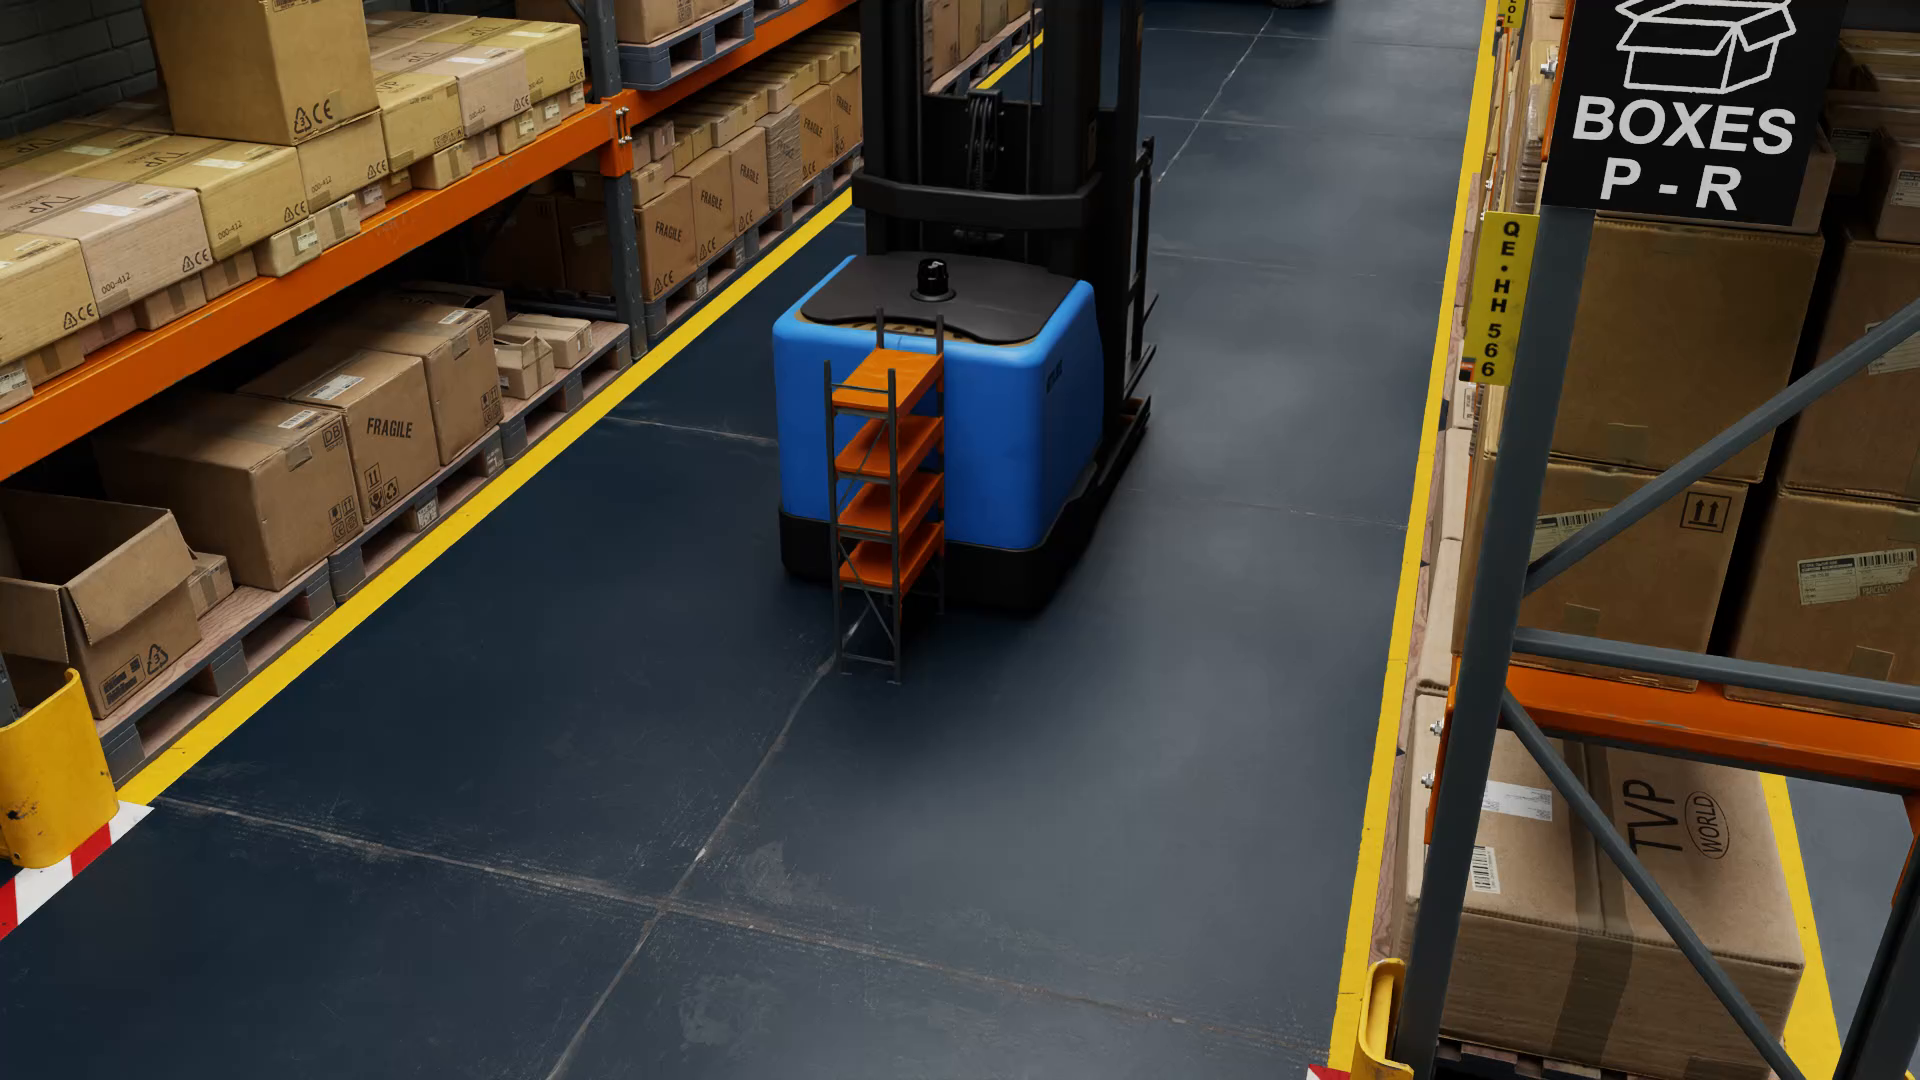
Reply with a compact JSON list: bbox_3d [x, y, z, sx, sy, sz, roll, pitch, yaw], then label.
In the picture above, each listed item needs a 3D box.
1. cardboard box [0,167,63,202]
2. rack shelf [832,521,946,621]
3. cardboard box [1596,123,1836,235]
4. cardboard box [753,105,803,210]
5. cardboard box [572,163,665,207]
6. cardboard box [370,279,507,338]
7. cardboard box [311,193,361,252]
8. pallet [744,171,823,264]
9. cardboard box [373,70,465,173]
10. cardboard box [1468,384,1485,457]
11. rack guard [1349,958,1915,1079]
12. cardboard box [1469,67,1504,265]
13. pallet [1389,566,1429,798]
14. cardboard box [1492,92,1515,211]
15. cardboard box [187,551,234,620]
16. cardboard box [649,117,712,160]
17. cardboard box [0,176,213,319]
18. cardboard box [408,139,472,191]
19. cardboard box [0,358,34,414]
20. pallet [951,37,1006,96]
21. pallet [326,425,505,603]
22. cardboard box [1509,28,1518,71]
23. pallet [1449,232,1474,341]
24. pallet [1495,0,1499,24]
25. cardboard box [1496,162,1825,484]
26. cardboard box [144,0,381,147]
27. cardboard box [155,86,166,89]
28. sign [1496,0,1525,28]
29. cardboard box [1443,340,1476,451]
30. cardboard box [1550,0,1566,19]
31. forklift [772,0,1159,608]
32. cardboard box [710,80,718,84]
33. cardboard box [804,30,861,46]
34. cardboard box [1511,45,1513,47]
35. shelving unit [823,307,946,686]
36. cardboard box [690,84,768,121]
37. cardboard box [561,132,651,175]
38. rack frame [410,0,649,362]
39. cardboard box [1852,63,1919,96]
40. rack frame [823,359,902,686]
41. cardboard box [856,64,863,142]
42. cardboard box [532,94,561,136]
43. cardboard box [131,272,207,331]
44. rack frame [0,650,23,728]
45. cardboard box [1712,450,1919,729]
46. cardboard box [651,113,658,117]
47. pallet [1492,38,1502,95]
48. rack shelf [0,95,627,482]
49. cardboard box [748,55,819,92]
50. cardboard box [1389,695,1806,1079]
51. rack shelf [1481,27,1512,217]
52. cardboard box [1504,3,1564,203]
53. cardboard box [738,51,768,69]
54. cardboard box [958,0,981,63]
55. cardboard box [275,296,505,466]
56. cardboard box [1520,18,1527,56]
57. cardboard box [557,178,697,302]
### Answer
[{"bbox_3d":[-3.221,-1.001,5.312,0.500,0.250,0.500,9,30,15],"label":"cardboard box"},{"bbox_3d":[-0.246,0.087,5.907,0.258,0.148,0.480,9,30,15],"label":"rack shelf"},{"bbox_3d":[1.405,-0.698,3.121,0.380,0.149,0.250,9,30,16],"label":"cardboard box"},{"bbox_3d":[-1.268,-2.309,9.954,0.500,0.500,0.500,7,30,13],"label":"cardboard box"},{"bbox_3d":[-1.722,-1.808,8.386,0.380,0.149,0.250,10,31,17],"label":"cardboard box"},{"bbox_3d":[-2.501,-1.040,7.867,0.500,0.311,0.500,10,30,17],"label":"cardboard box"},{"bbox_3d":[-2.413,-1.166,6.019,0.380,0.149,0.250,9,30,16],"label":"cardboard box"},{"bbox_3d":[-1.522,-2.038,10.196,1.003,0.211,1.213,8,30,15],"label":"pallet"},{"bbox_3d":[-2.289,-1.633,6.447,0.500,0.250,0.500,8,30,15],"label":"cardboard box"},{"bbox_3d":[1.683,-0.516,4.489,0.500,0.500,0.500,9,30,16],"label":"cardboard box"},{"bbox_3d":[1.484,1.365,3.783,1.175,0.500,0.348,8,30,15],"label":"rack guard"},{"bbox_3d":[3.291,-1.989,8.993,0.875,0.875,0.875,9,30,15],"label":"cardboard box"},{"bbox_3d":[2.011,0.532,5.577,1.003,0.211,1.213,8,30,15],"label":"pallet"},{"bbox_3d":[2.125,-1.228,5.768,0.500,0.500,0.500,9,30,15],"label":"cardboard box"},{"bbox_3d":[-2.823,0.154,5.888,0.380,0.149,0.250,7,30,13],"label":"cardboard box"},{"bbox_3d":[-1.582,-2.198,9.087,0.380,0.149,0.250,8,30,14],"label":"cardboard box"},{"bbox_3d":[-2.717,-0.917,5.161,0.500,0.250,0.500,9,30,15],"label":"cardboard box"},{"bbox_3d":[-2.193,-1.521,6.658,0.380,0.149,0.250,8,30,14],"label":"cardboard box"},{"bbox_3d":[-2.897,-0.449,4.731,0.380,0.149,0.250,8,30,14],"label":"cardboard box"},{"bbox_3d":[-0.268,-3.887,13.520,1.003,0.211,1.213,8,30,15],"label":"pallet"},{"bbox_3d":[-2.640,-0.198,6.889,1.003,0.211,1.213,8,30,15],"label":"pallet"},{"bbox_3d":[2.702,-2.224,7.302,0.500,0.250,0.500,9,30,16],"label":"cardboard box"},{"bbox_3d":[3.176,-1.317,8.901,1.003,0.211,1.213,8,30,15],"label":"pallet"},{"bbox_3d":[5.533,-4.983,15.490,1.003,0.211,1.213,8,30,15],"label":"pallet"},{"bbox_3d":[1.405,-0.478,3.392,0.500,0.500,0.500,9,30,17],"label":"cardboard box"},{"bbox_3d":[-2.425,-1.707,5.810,0.500,0.500,0.500,9,30,16],"label":"cardboard box"},{"bbox_3d":[-2.779,-1.704,6.575,0.500,0.250,0.500,9,30,16],"label":"cardboard box"},{"bbox_3d":[2.143,-2.142,6.406,0.100,0.325,0.005,8,30,15],"label":"sign"},{"bbox_3d":[2.378,-0.385,6.561,0.875,0.438,0.875,8,30,14],"label":"cardboard box"},{"bbox_3d":[1.859,-1.547,4.647,0.380,0.149,0.250,9,30,15],"label":"cardboard box"},{"bbox_3d":[0.241,-1.732,6.848,1.130,2.935,3.031,9,30,15],"label":"forklift"},{"bbox_3d":[-1.687,-2.731,10.047,0.380,0.149,0.250,9,30,15],"label":"cardboard box"},{"bbox_3d":[-0.810,-3.272,11.019,0.380,0.149,0.250,7,30,12],"label":"cardboard box"},{"bbox_3d":[3.020,-2.486,8.287,0.500,0.250,0.500,8,30,15],"label":"cardboard box"},{"bbox_3d":[-0.246,-0.146,5.778,0.258,1.200,0.503,9,30,15],"label":"shelving unit"},{"bbox_3d":[-1.347,-2.553,9.726,0.380,0.149,0.250,9,30,15],"label":"cardboard box"},{"bbox_3d":[-1.780,-1.946,8.329,0.380,0.149,0.250,8,30,14],"label":"cardboard box"},{"bbox_3d":[-2.081,-2.304,7.807,1.000,3.000,0.127,8,30,15],"label":"rack frame"},{"bbox_3d":[2.054,-0.865,3.421,0.380,0.149,0.250,9,30,16],"label":"cardboard box"},{"bbox_3d":[-0.321,-0.033,5.575,0.240,1.200,0.015,9,30,15],"label":"rack frame"},{"bbox_3d":[-0.826,-3.027,11.246,0.500,0.500,0.500,9,30,16],"label":"cardboard box"},{"bbox_3d":[-1.989,-1.886,7.314,0.380,0.149,0.250,9,30,16],"label":"cardboard box"},{"bbox_3d":[-2.689,-0.810,5.379,0.380,0.149,0.250,9,30,16],"label":"cardboard box"},{"bbox_3d":[-3.255,-0.446,4.465,1.000,3.000,0.127,8,30,15],"label":"rack frame"},{"bbox_3d":[1.906,0.035,3.498,0.500,0.500,0.500,8,30,14],"label":"cardboard box"},{"bbox_3d":[-1.931,-2.371,9.400,0.380,0.149,0.250,9,30,16],"label":"cardboard box"},{"bbox_3d":[4.786,-3.735,13.247,1.003,0.211,1.213,8,30,15],"label":"pallet"},{"bbox_3d":[-2.668,-1.061,6.311,1.077,0.370,4.000,8,30,15],"label":"rack shelf"},{"bbox_3d":[-1.101,-2.909,10.365,0.380,0.149,0.250,9,30,16],"label":"cardboard box"},{"bbox_3d":[1.589,0.876,4.293,0.875,0.438,0.875,7,30,13],"label":"cardboard box"},{"bbox_3d":[3.252,-2.213,8.382,1.077,0.370,4.000,8,30,15],"label":"rack shelf"},{"bbox_3d":[1.828,-1.187,4.668,0.500,0.500,0.500,8,30,14],"label":"cardboard box"},{"bbox_3d":[-1.458,-3.093,10.697,0.380,0.149,0.250,9,30,16],"label":"cardboard box"},{"bbox_3d":[-0.329,-4.215,13.252,0.875,0.625,0.625,7,30,13],"label":"cardboard box"},{"bbox_3d":[-2.392,-0.682,7.029,0.700,0.500,0.500,7,30,13],"label":"cardboard box"},{"bbox_3d":[2.294,-1.892,5.934,0.500,0.500,0.500,9,30,15],"label":"cardboard box"},{"bbox_3d":[-1.724,-1.588,8.659,0.500,0.500,0.500,10,31,17],"label":"cardboard box"}]
